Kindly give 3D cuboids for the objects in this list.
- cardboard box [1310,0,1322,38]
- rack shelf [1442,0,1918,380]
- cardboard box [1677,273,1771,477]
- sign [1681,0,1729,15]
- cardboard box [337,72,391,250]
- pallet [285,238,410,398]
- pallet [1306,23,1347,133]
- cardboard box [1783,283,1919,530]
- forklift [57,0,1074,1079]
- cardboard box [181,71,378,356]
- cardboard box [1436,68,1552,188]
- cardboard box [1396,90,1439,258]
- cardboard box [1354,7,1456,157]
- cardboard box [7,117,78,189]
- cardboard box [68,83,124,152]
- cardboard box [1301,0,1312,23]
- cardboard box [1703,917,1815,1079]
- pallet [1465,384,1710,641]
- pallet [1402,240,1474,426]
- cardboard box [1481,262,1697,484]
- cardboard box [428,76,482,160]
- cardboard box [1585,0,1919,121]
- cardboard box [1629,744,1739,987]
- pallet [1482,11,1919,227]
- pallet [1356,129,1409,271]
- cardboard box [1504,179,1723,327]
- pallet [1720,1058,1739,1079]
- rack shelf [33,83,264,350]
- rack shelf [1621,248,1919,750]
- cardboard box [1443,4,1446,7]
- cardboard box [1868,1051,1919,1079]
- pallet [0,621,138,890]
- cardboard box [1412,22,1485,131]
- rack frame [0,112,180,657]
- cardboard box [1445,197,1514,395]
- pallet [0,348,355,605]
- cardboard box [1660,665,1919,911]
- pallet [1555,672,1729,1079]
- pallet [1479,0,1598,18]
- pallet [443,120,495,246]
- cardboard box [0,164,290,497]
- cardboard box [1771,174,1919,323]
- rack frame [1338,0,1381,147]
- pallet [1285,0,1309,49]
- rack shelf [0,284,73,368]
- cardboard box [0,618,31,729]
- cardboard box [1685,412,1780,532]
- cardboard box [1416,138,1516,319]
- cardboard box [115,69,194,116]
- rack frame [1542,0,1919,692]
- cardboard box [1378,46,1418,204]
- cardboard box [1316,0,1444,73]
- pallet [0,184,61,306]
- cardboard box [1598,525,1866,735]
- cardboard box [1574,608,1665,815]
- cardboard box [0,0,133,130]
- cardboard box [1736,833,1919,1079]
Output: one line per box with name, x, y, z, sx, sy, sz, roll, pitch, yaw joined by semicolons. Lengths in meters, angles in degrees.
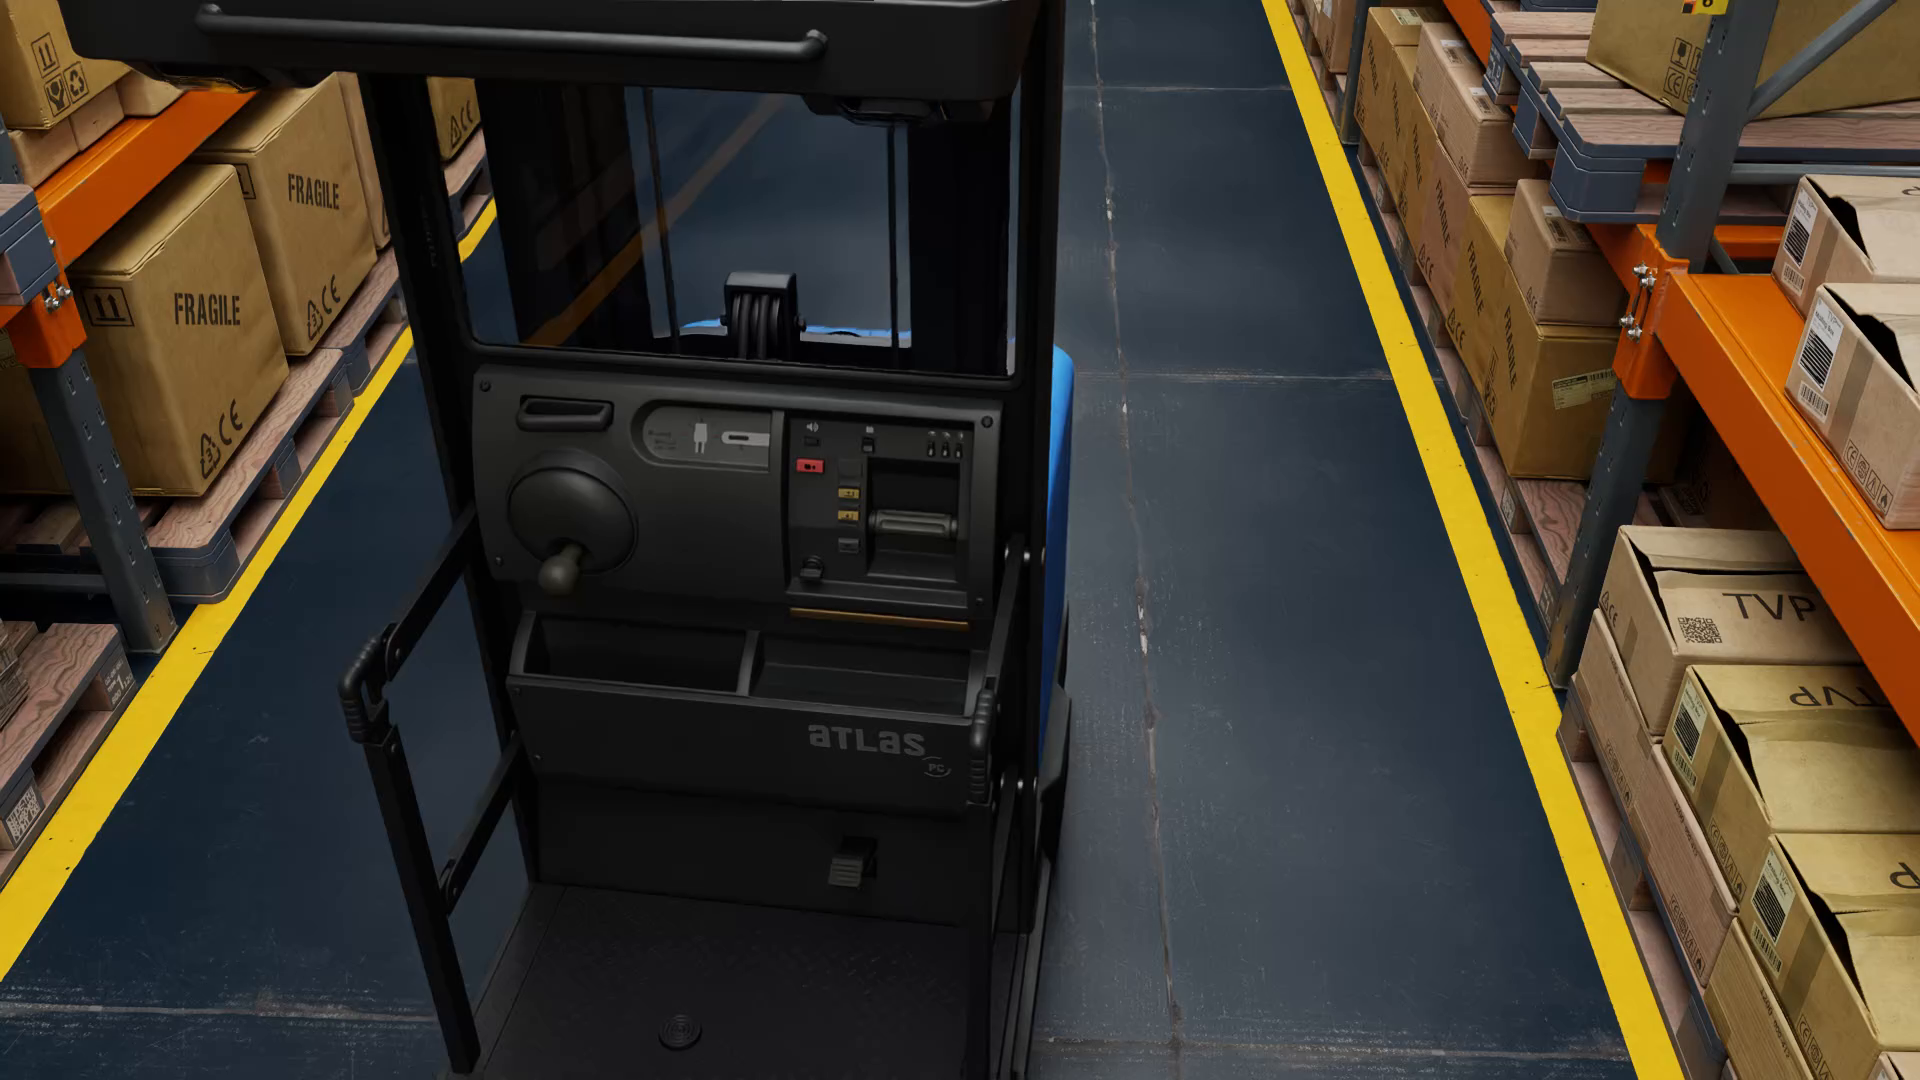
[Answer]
cardboard box;2.015;-2.690;8.565;0.380;0.149;0.250;1;35;2
rack shelf;2.240;-1.682;5.660;1.077;0.370;4.000;1;35;2
cardboard box;2.479;-0.540;5.201;0.500;0.500;0.500;0;35;0
sign;1.617;-1.276;3.518;0.100;0.325;0.005;1;35;2
cardboard box;-2.558;-1.643;6.483;0.750;0.750;0.750;2;35;3
pallet;-2.631;-0.949;6.417;1.003;0.211;1.213;1;35;2
pallet;2.349;-2.379;8.452;1.003;0.211;1.213;1;35;2
cardboard box;1.930;-0.281;3.119;0.500;0.311;0.500;1;35;1
forklift;-0.422;-0.012;2.719;1.130;2.935;3.031;5;35;6
cardboard box;-2.588;-1.154;5.788;0.750;0.750;0.750;1;35;2
cardboard box;1.998;-1.454;5.850;0.500;0.250;0.500;1;35;1
cardboard box;2.020;-1.417;6.448;0.500;0.500;0.500;2;35;2
cardboard box;2.058;-2.010;7.293;0.500;0.500;0.500;0;35;0
cardboard box;-2.545;-1.029;4.306;0.380;0.149;0.250;1;35;1
cardboard box;-2.527;-1.173;4.512;0.380;0.149;0.250;2;35;3
cardboard box;2.090;-2.970;8.823;0.500;0.311;0.500;1;35;2
cardboard box;1.811;1.008;3.234;0.500;0.250;0.500;0;35;1
pallet;2.228;-0.114;5.229;1.003;0.211;1.213;1;35;2
pallet;2.279;-0.813;6.224;1.003;0.211;1.213;1;35;2
cardboard box;1.963;-0.527;5.183;0.500;0.500;0.500;3;35;4
cardboard box;-2.526;-2.153;7.210;0.750;0.750;0.750;2;35;2
cardboard box;2.072;-1.404;4.187;0.700;0.500;0.500;-10;36;-14
cardboard box;1.826;0.709;3.659;0.500;0.250;0.500;0;35;1
pallet;2.117;-1.140;4.430;1.213;0.211;1.003;1;35;2
pallet;2.326;-1.516;7.224;1.003;0.211;1.213;1;35;2
cardboard box;1.961;-0.867;5.013;0.500;0.250;0.500;3;35;4
pallet;2.036;1.485;2.954;1.003;0.211;1.213;1;35;2
rack shelf;-2.710;-1.794;5.820;1.077;0.370;4.000;1;35;2
rack shelf;2.079;0.616;2.390;1.077;0.370;4.000;1;35;2
cardboard box;2.553;-2.441;8.071;0.500;0.311;0.500;1;35;2
cardboard box;1.790;1.081;2.642;0.500;0.311;0.500;1;35;1
pallet;-2.823;0.650;4.141;1.003;0.211;1.213;1;35;2
cardboard box;2.017;-1.743;6.260;0.500;0.250;0.500;1;35;2
rack frame;-2.790;-0.939;3.978;1.000;3.000;0.127;1;35;2
cardboard box;1.984;-0.825;5.606;0.500;0.500;0.500;0;35;0
pallet;-2.683;-0.250;5.422;1.003;0.211;1.213;1;35;2
cardboard box;1.833;0.493;3.479;0.500;0.311;0.500;1;35;1
pallet;2.088;0.786;3.948;1.003;0.211;1.213;1;35;2
pallet;2.233;-1.866;5.463;1.003;0.211;1.213;1;35;2
pallet;-2.585;-1.652;7.417;1.003;0.211;1.213;1;35;2
cardboard box;-2.629;-0.651;5.072;0.750;0.750;0.750;1;35;1
cardboard box;2.102;-0.583;3.548;0.500;0.311;0.500;3;35;5
rack frame;2.320;-3.125;7.088;1.000;3.000;0.127;1;35;2
pallet;2.395;-3.082;9.451;1.003;0.211;1.213;1;35;2
rack shelf;-2.870;0.504;2.550;1.077;0.370;4.000;1;35;2
cardboard box;-2.767;0.318;3.980;0.700;0.500;0.500;2;35;3
cardboard box;2.464;-0.239;4.773;0.500;0.500;0.500;3;35;4
cardboard box;1.999;-1.126;6.035;0.500;0.500;0.500;0;35;0
cardboard box;-2.431;-1.324;4.726;0.380;0.149;0.250;2;35;3
rack frame;2.160;-0.827;3.818;1.000;3.000;0.127;1;35;2
cardboard box;2.047;-1.704;6.857;0.500;0.500;0.500;2;35;3
cardboard box;2.060;-2.617;8.156;0.500;0.500;0.500;1;35;2
pallet;-2.712;-0.449;3.447;1.213;0.211;1.003;1;35;2
cardboard box;1.845;0.191;3.908;0.500;0.311;0.500;2;35;3
cardboard box;1.845;0.420;4.070;0.500;0.250;0.500;1;35;2
cardboard box;-2.515;-1.383;4.247;0.500;0.500;0.500;2;35;3
cardboard box;1.810;0.786;3.062;0.500;0.311;0.500;0;35;1
